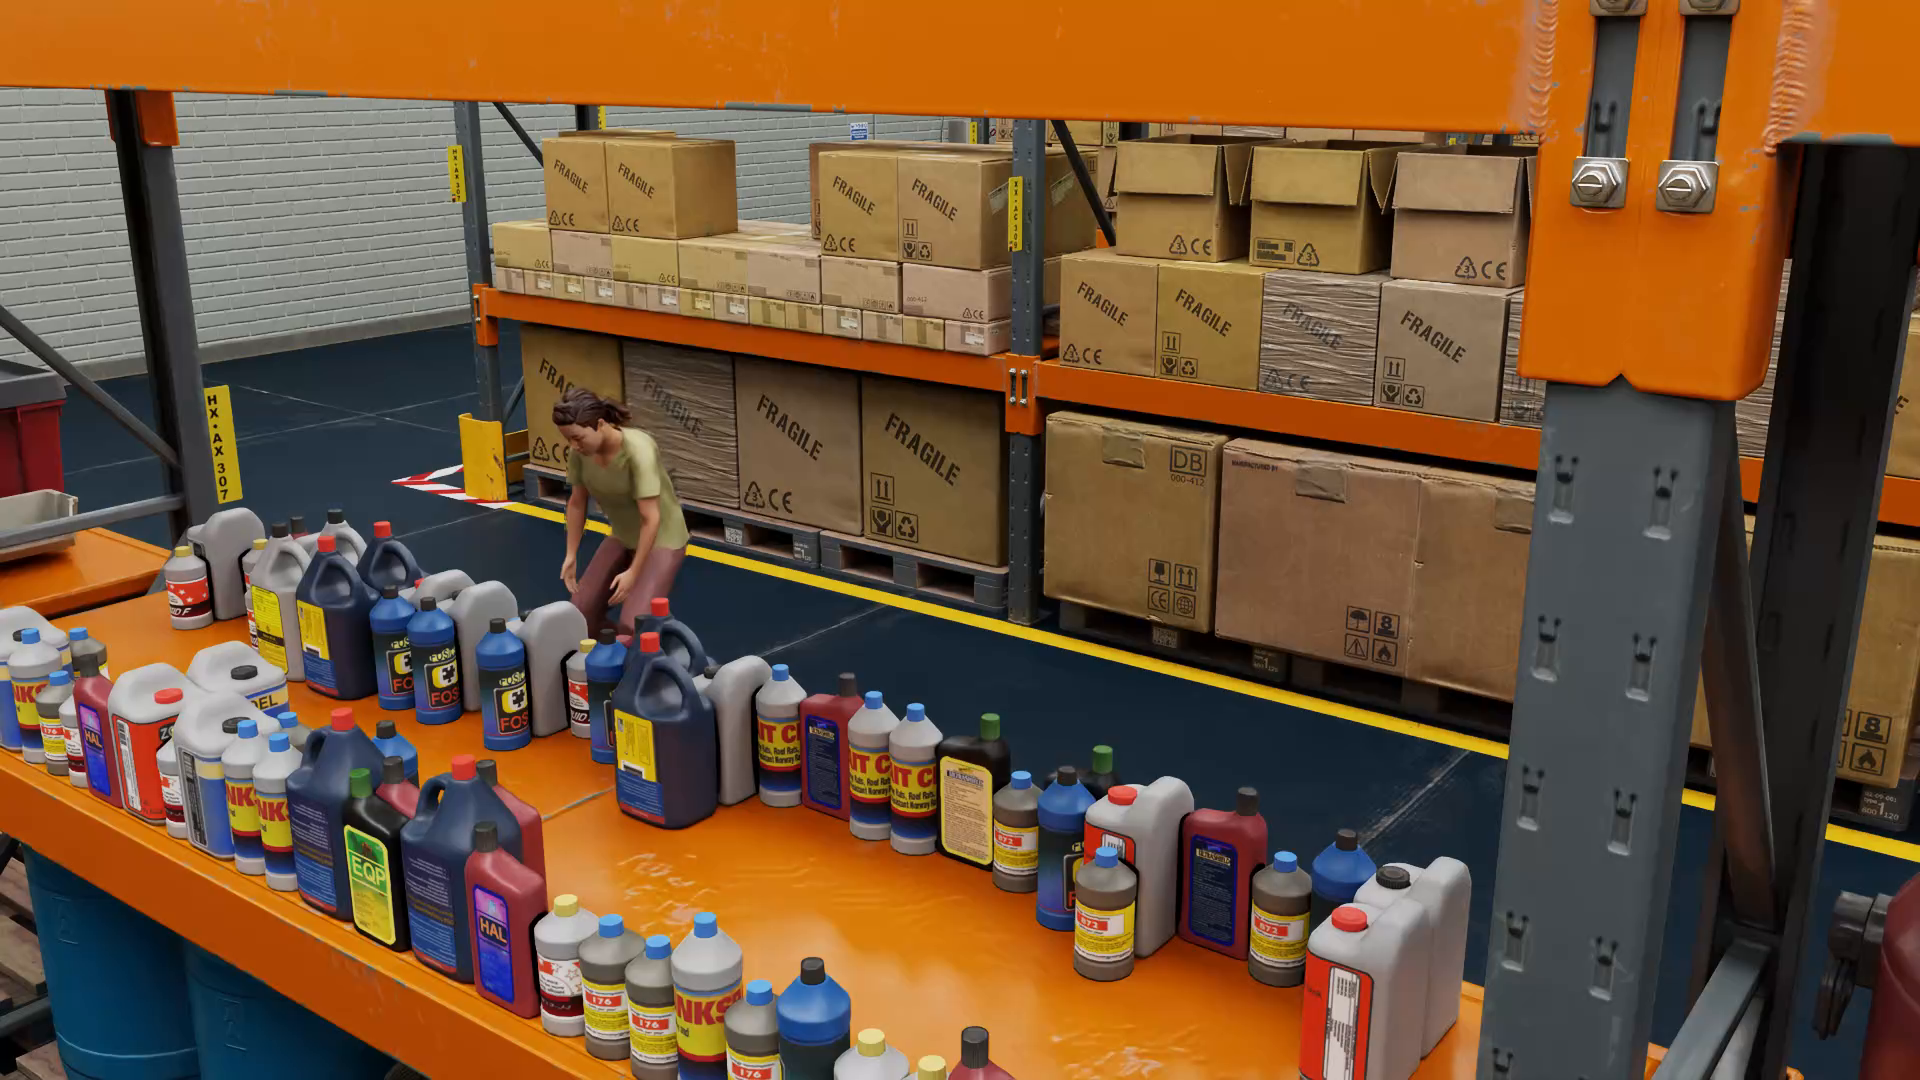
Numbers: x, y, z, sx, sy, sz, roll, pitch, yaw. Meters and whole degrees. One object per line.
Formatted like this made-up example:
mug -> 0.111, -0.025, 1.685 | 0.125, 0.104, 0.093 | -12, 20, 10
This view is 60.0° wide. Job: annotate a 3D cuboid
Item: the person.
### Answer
person -> -1.360, 0.062, 6.750 | 0.507, 1.444, 0.595 | 12, 21, 35
